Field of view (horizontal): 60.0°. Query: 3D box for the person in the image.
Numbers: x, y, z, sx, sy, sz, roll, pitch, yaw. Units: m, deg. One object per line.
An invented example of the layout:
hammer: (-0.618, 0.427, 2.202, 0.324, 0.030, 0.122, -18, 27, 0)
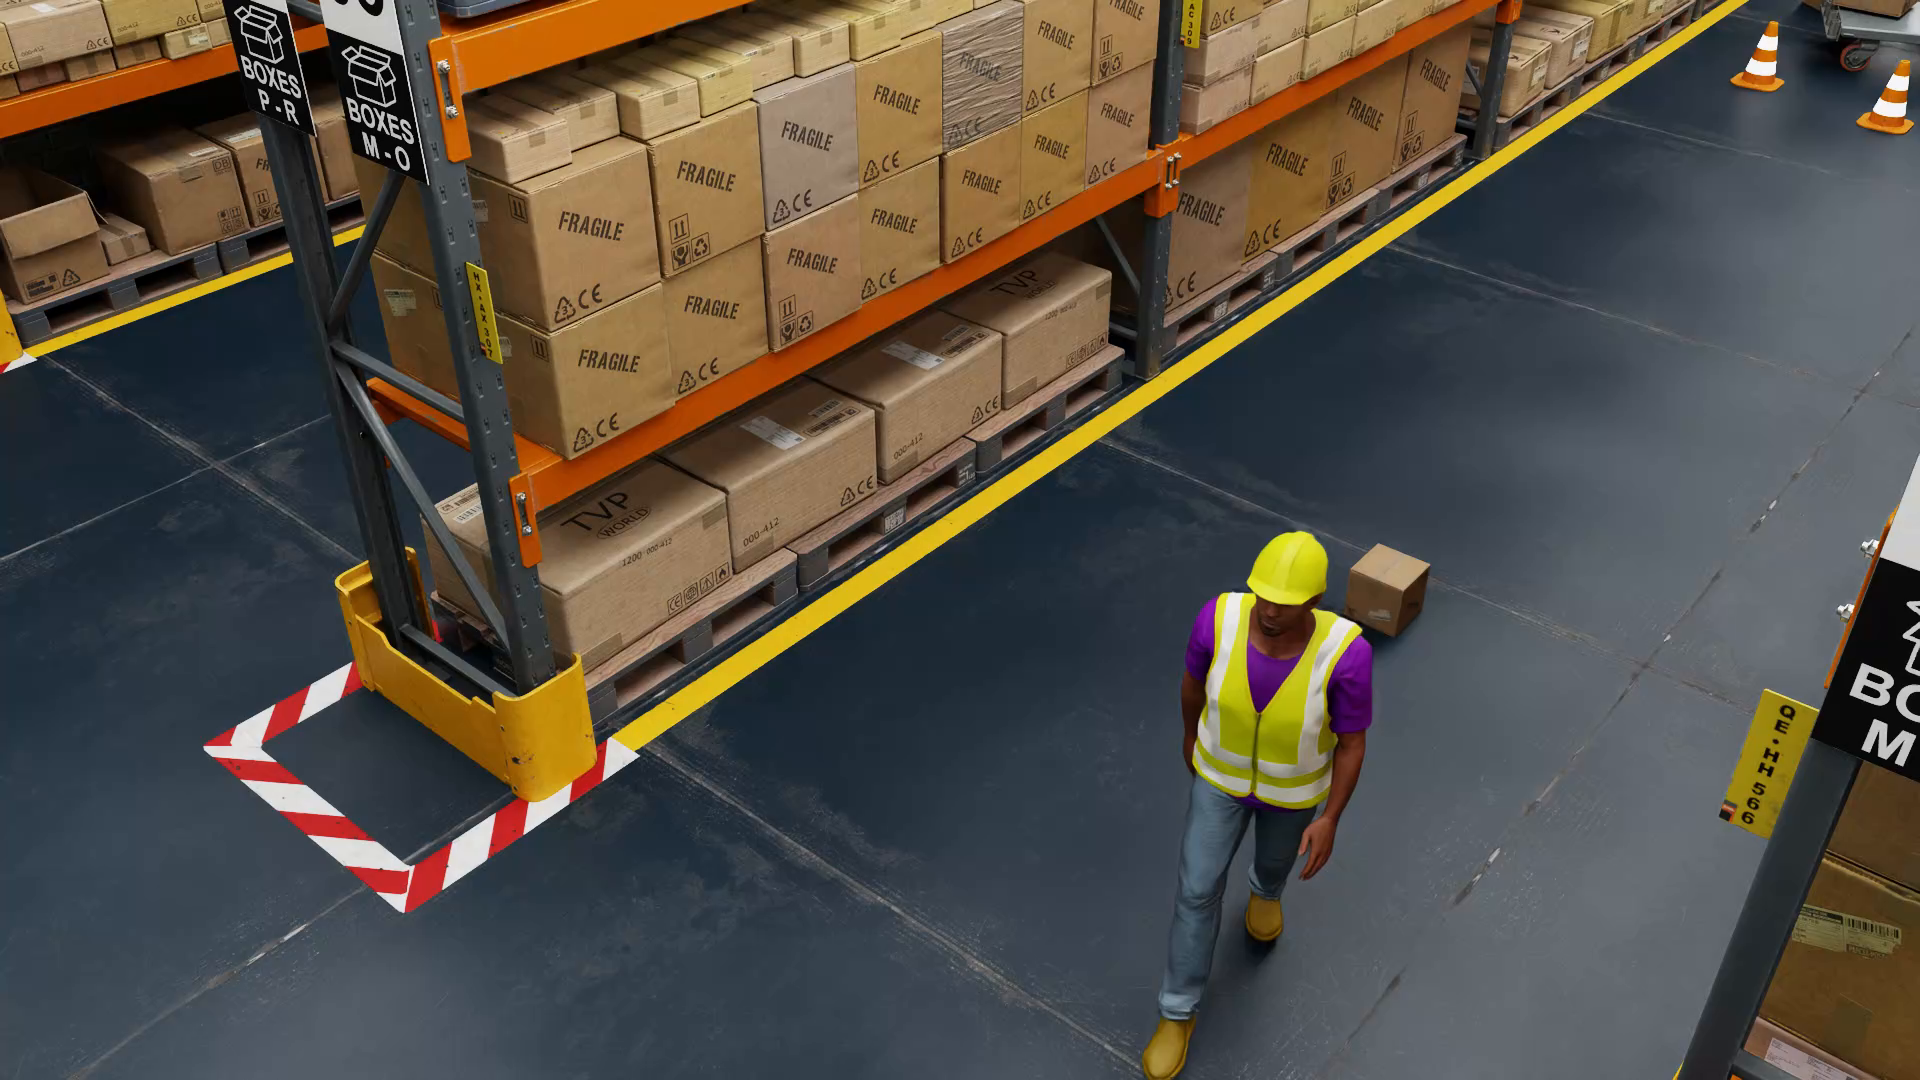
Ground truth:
person: (0.893, 0.755, 5.008, 0.583, 1.722, 0.980, 12, 37, 16)
